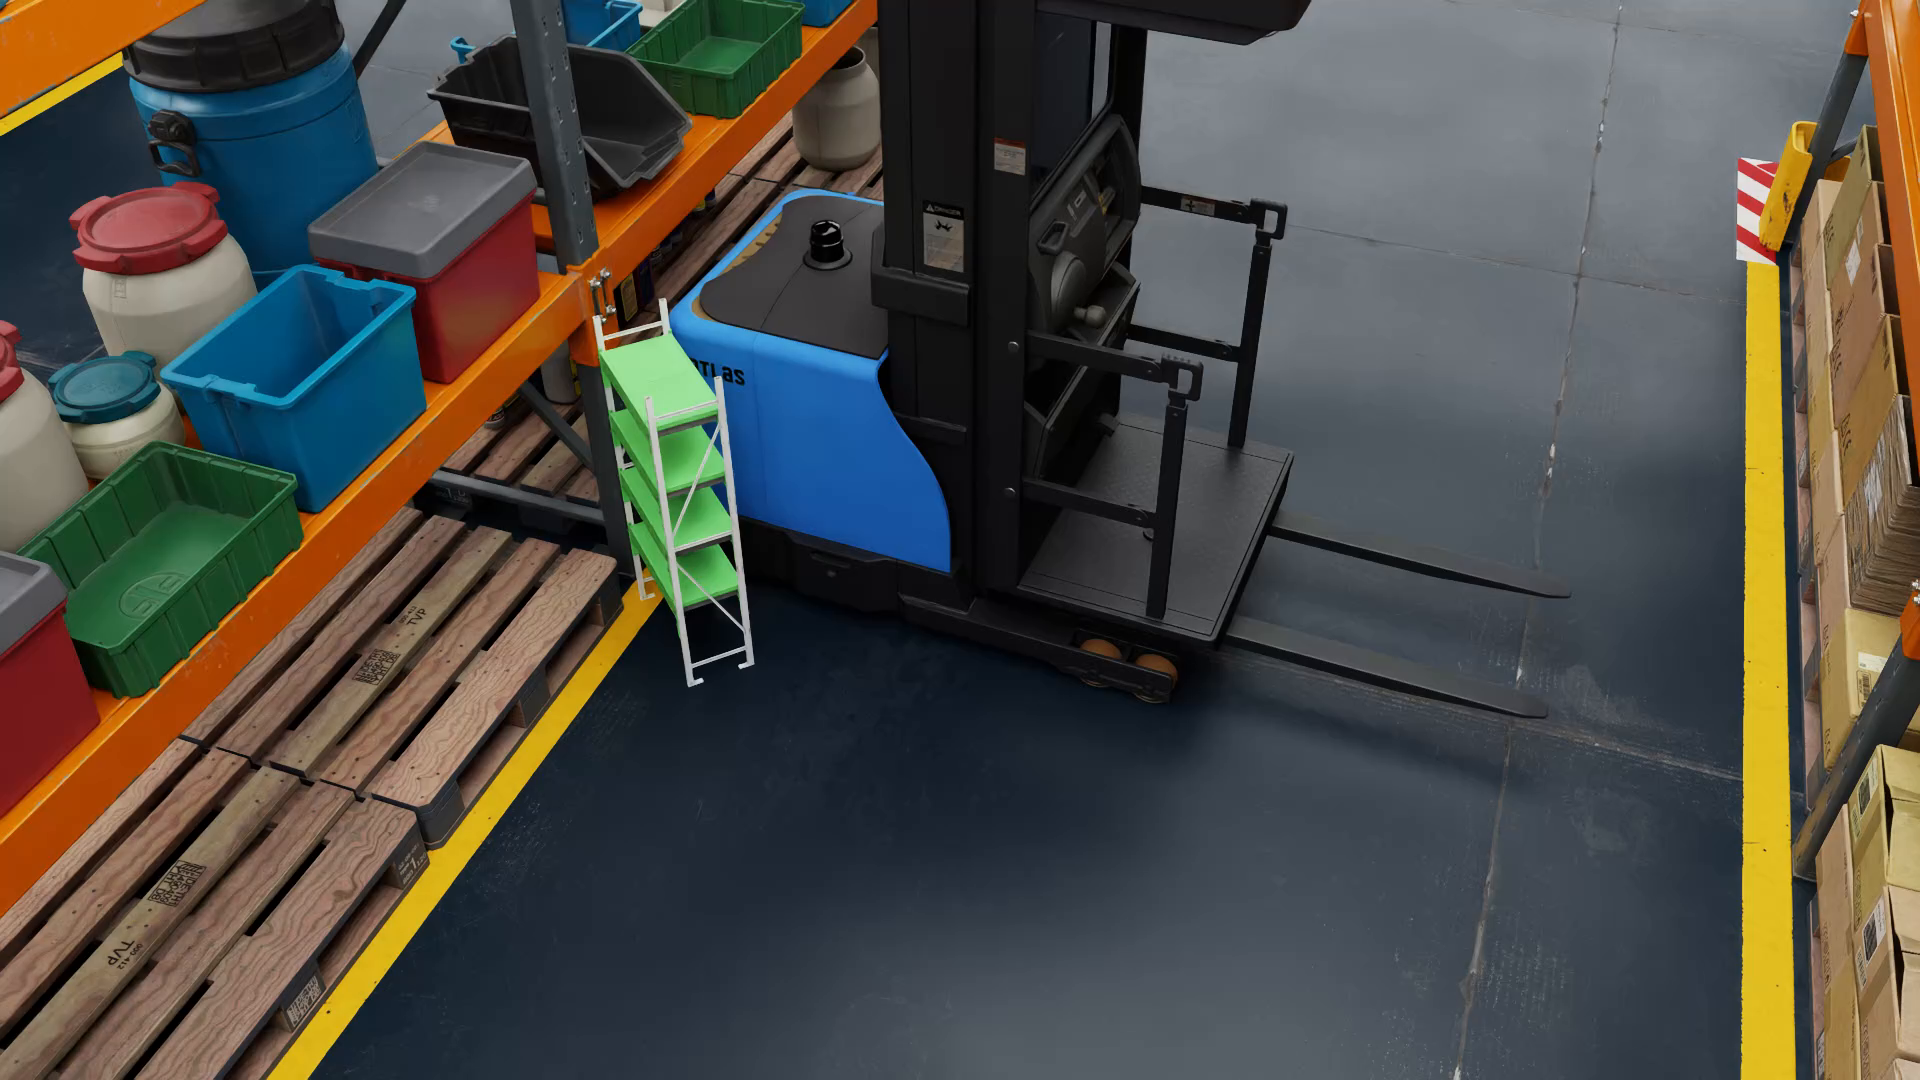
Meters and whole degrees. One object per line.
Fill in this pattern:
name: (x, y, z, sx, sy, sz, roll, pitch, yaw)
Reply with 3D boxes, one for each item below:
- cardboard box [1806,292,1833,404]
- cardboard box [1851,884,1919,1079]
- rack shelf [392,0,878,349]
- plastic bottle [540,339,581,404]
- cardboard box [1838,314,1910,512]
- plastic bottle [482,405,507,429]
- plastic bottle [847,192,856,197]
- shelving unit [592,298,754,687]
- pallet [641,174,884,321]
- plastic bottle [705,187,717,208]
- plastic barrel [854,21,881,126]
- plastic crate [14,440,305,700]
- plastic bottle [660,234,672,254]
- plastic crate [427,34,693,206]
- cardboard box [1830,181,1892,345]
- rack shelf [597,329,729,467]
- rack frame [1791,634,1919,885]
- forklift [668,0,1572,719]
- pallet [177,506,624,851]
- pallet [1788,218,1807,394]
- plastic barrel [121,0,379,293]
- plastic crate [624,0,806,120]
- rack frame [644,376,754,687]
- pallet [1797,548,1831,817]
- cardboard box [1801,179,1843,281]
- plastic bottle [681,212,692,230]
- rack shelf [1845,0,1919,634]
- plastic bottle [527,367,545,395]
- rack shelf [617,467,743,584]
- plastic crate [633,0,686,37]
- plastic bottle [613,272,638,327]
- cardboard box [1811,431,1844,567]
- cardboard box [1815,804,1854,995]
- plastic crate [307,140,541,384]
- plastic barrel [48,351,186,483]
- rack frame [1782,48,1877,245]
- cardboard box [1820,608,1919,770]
cardboard box: (3.652, -0.706, 6.561, 0.500, 0.250, 0.500, 13, 42, 15)
cardboard box: (2.464, 1.133, 3.974, 0.500, 0.311, 0.500, 13, 42, 15)
rack shelf: (-0.954, -2.089, 6.941, 1.077, 0.370, 4.000, 13, 42, 15)
plastic bottle: (-1.553, -0.727, 6.493, 0.144, 0.351, 0.185, 13, 42, 15)
cardboard box: (3.318, -0.379, 5.601, 0.500, 0.500, 0.500, 13, 42, 15)
plastic bottle: (-1.807, -0.536, 6.384, 0.097, 0.201, 0.097, 0, 40, 0)
plastic bottle: (-0.487, -1.467, 7.476, 0.097, 0.201, 0.097, 0, 40, 0)
shelving unit: (-0.933, -0.136, 5.485, 0.258, 1.200, 0.503, -19, 44, -21)
pallet: (-0.954, -1.229, 7.527, 1.003, 0.211, 1.213, 13, 42, 15)
plastic bottle: (-1.183, -1.675, 7.665, 0.097, 0.271, 0.097, 0, 40, 0)
plastic barrel: (-0.424, -2.377, 8.318, 0.421, 0.512, 0.421, 0, 40, 0)
plastic crate: (-1.969, 0.063, 4.028, 0.450, 0.188, 0.662, 13, 42, 15)
plastic bottle: (-1.335, -1.405, 7.349, 0.097, 0.271, 0.097, 0, 40, 0)
plastic crate: (-1.340, -1.410, 5.639, 0.767, 0.338, 0.504, 13, 42, 15)
cardboard box: (3.662, -0.989, 6.315, 0.500, 0.500, 0.500, 13, 42, 15)
rack shelf: (-0.933, -0.452, 5.214, 0.258, 0.148, 0.480, -19, 44, -21)
rack frame: (3.015, -0.041, 3.987, 1.000, 3.000, 0.127, 13, 42, 15)
forklift: (0.579, -0.960, 5.117, 3.031, 2.935, 1.130, 15, 43, 17)
pallet: (-1.870, 0.406, 5.612, 1.003, 0.211, 1.213, 13, 42, 15)
pallet: (4.161, -0.944, 7.194, 1.003, 0.211, 1.213, 13, 42, 15)
plastic barrel: (-2.055, -1.165, 4.918, 0.600, 0.901, 0.708, 13, 42, 15)
plastic crate: (-0.909, -1.827, 6.244, 0.450, 0.188, 0.662, 13, 42, 15)
rack frame: (-0.820, 0.005, 5.320, 0.240, 1.200, 0.015, -19, 44, -21)
pallet: (3.326, 0.544, 5.449, 1.003, 0.211, 1.213, 13, 42, 15)
cardboard box: (3.991, -1.316, 7.277, 0.500, 0.250, 0.500, 13, 42, 15)
plastic bottle: (-1.278, -1.545, 7.504, 0.061, 0.283, 0.133, 14, 42, 16)
rack shelf: (3.699, -0.987, 5.650, 1.077, 0.370, 4.000, 13, 42, 15)
plastic bottle: (-1.689, -0.759, 6.530, 0.144, 0.351, 0.185, 12, 42, 14)
rack shelf: (-0.933, -0.087, 5.526, 0.258, 0.148, 0.480, -19, 44, -21)
plastic crate: (-1.321, -2.089, 6.590, 0.530, 0.136, 0.437, 13, 42, 15)
plastic bottle: (-1.408, -1.040, 6.912, 0.061, 0.283, 0.133, 13, 42, 15)
cardboard box: (3.306, -0.097, 5.847, 0.500, 0.250, 0.500, 13, 42, 15)
cardboard box: (2.644, 1.037, 4.519, 0.500, 0.250, 0.500, 12, 42, 14)
plastic crate: (-1.516, -0.804, 4.831, 0.402, 0.464, 0.583, 13, 42, 15)
plastic barrel: (-2.235, -0.317, 4.417, 0.301, 0.262, 0.301, 0, 40, 0)
rack frame: (4.383, -2.480, 6.846, 1.000, 3.000, 0.127, 13, 42, 15)
cardboard box: (2.968, 0.514, 5.131, 0.500, 0.250, 0.500, 13, 42, 15)
